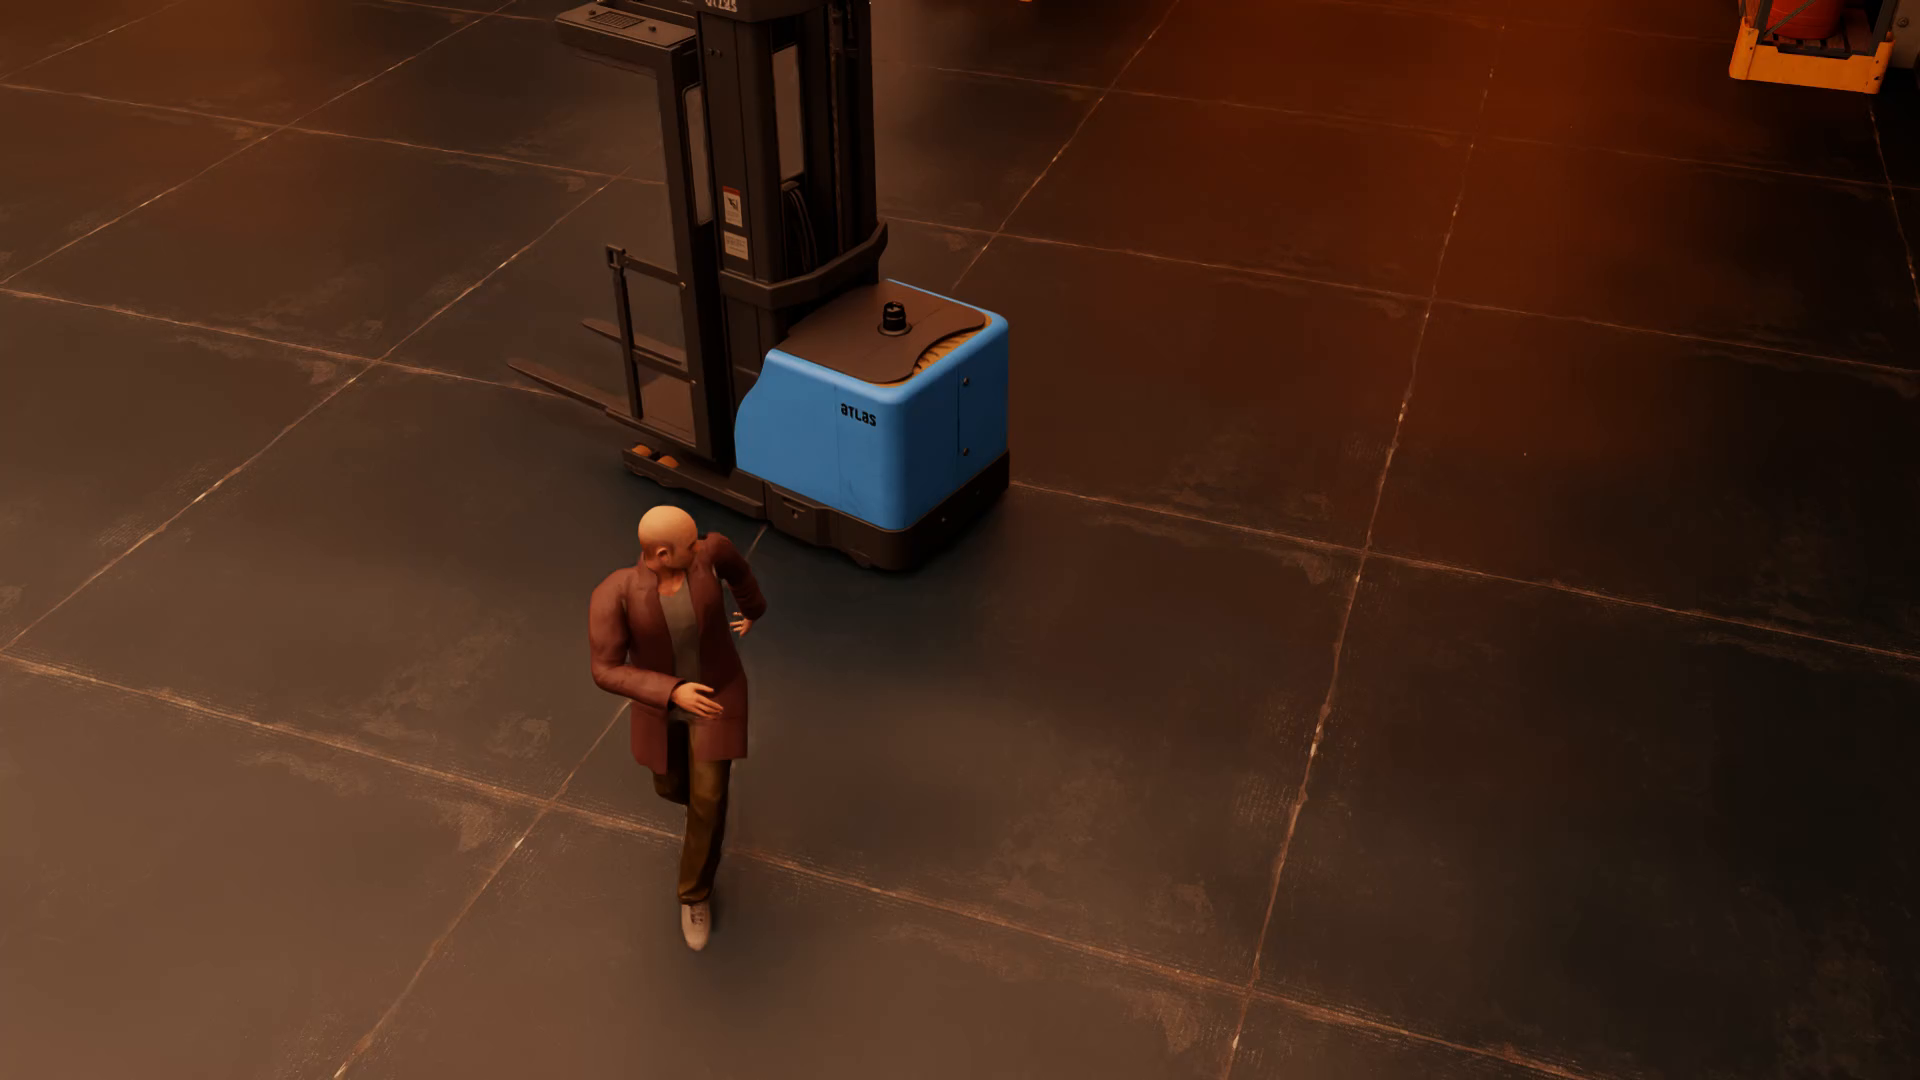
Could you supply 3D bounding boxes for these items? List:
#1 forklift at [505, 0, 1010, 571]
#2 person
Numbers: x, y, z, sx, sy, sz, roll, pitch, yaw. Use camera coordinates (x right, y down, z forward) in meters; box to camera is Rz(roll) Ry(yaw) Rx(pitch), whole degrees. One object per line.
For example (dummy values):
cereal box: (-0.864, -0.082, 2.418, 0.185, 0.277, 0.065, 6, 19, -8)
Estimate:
forklift: (-1.235, -1.710, 8.522, 3.031, 2.935, 1.130, 22, 41, 28)
person: (-1.042, 0.616, 6.340, 0.613, 1.731, 1.009, -3, 35, -4)
